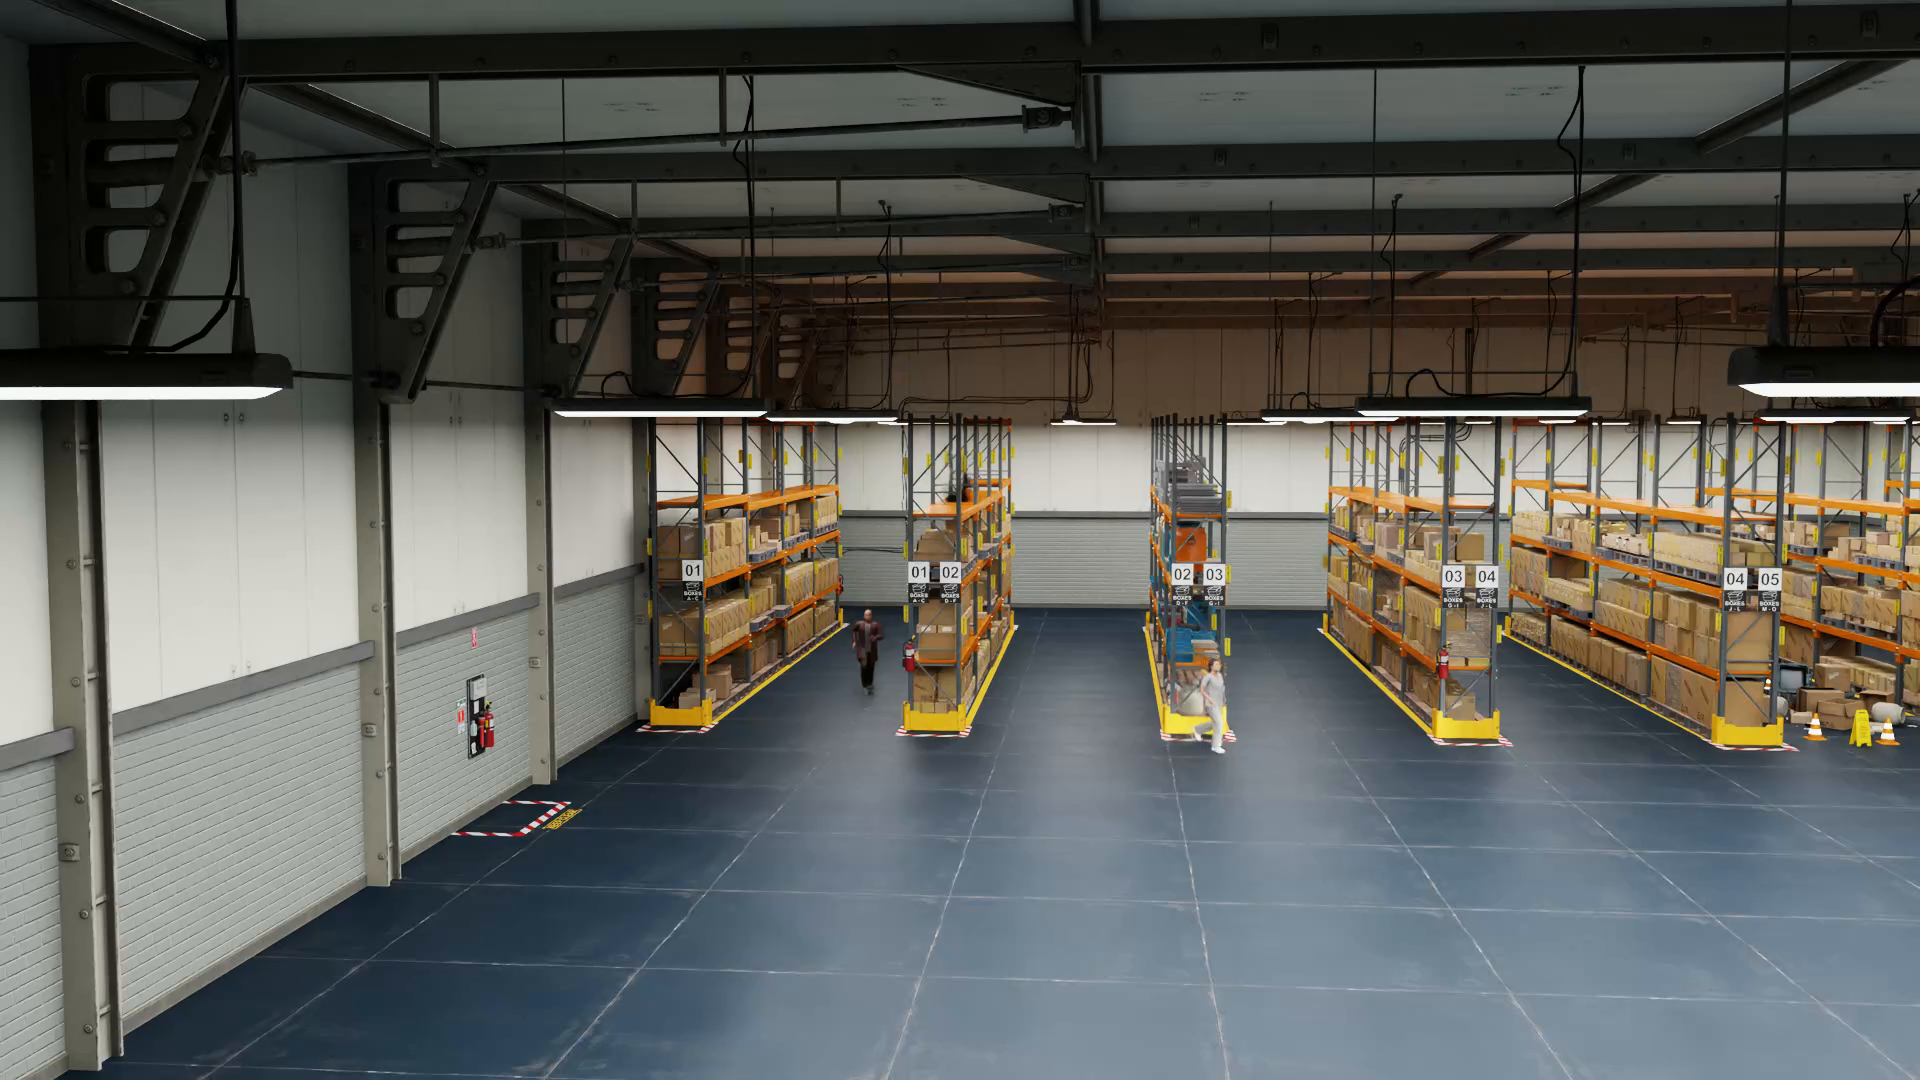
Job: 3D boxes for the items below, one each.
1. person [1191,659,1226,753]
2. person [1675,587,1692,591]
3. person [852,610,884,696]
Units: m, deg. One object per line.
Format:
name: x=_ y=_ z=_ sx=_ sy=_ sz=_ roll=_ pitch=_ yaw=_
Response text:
person: x=4.437 y=2.915 z=29.540 sx=0.742 sy=1.662 sz=0.582 roll=4 pitch=5 yaw=44
person: x=20.588 y=1.656 z=47.057 sx=0.820 sy=1.753 sz=0.655 roll=2 pitch=4 yaw=22
person: x=-1.985 y=2.418 z=35.890 sx=0.666 sy=1.847 sz=0.937 roll=-1 pitch=4 yaw=-9
